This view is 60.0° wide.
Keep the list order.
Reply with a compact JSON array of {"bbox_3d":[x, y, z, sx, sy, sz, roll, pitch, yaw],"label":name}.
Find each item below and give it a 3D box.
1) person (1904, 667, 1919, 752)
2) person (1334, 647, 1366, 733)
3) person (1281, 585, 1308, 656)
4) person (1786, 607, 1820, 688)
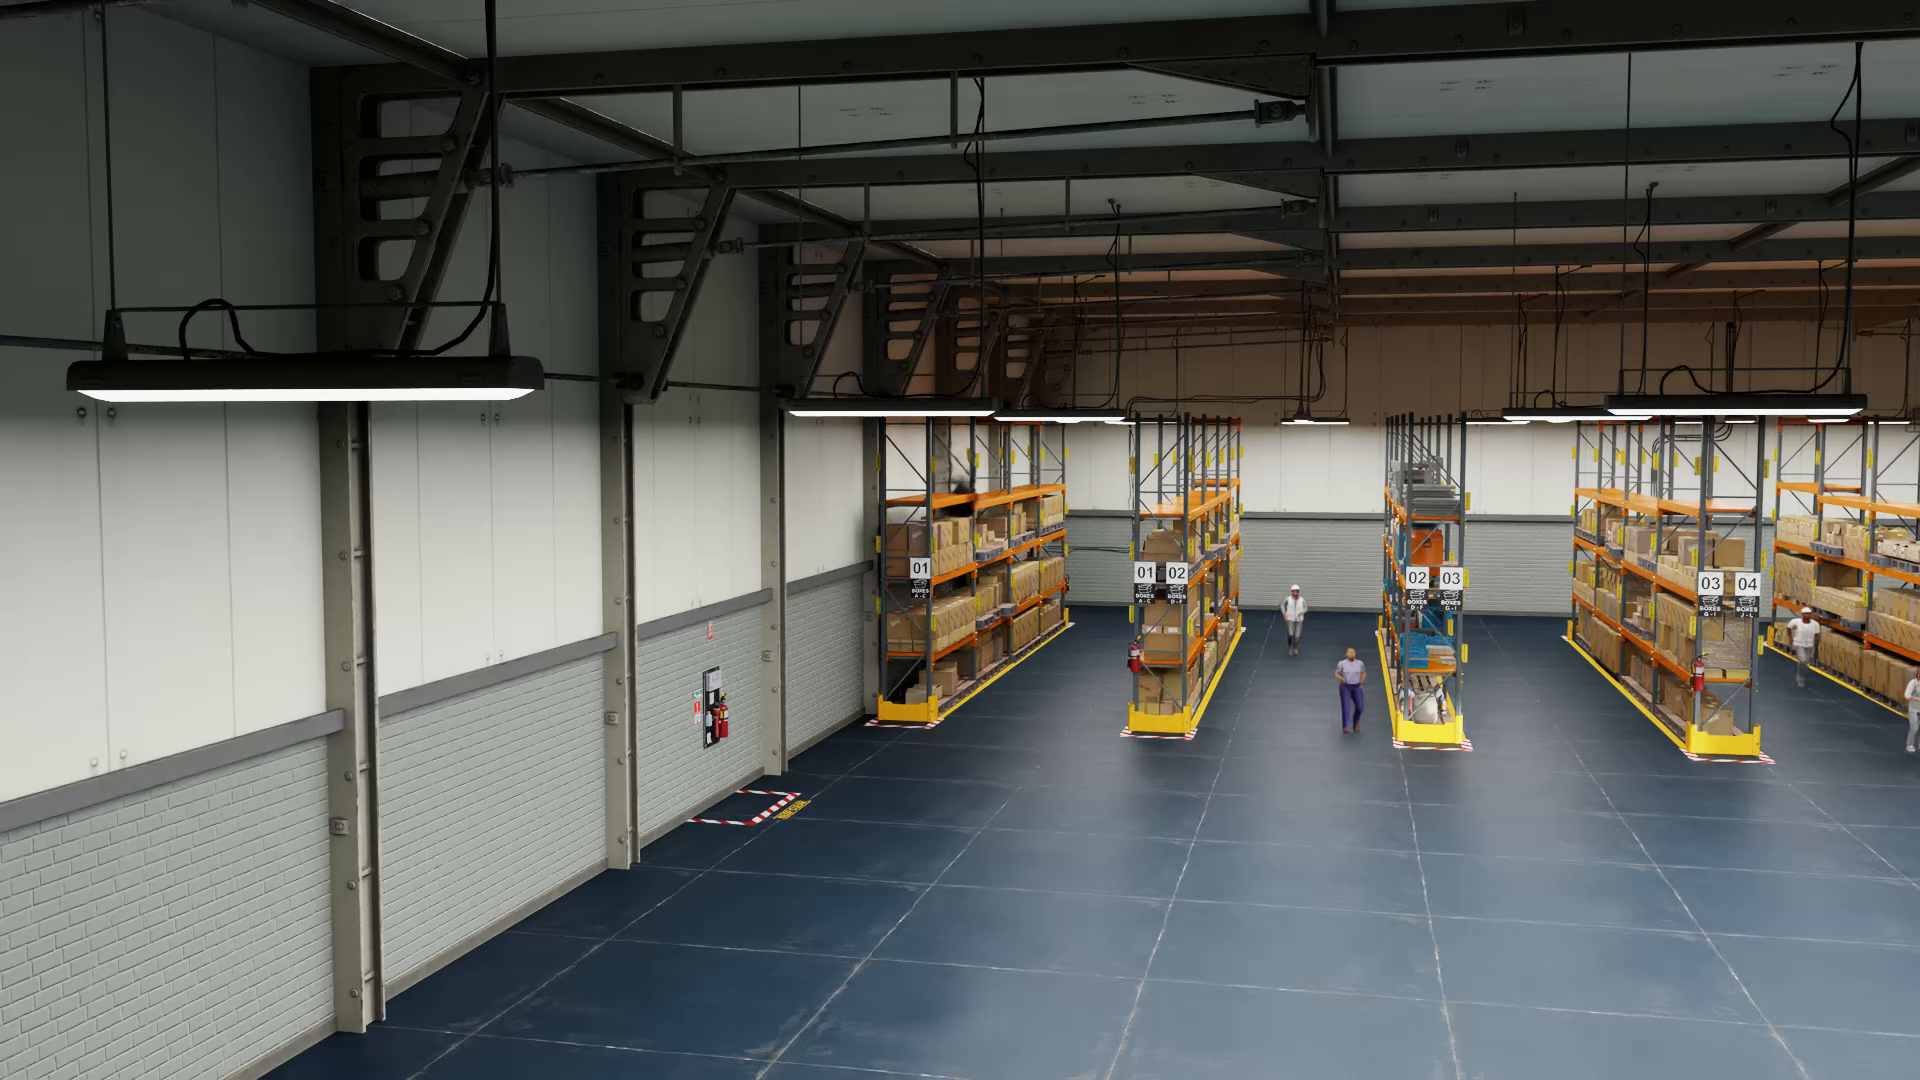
[{"bbox_3d":[16.676,2.978,28.887,0.548,1.587,0.748,1,4,11],"label":"person"},{"bbox_3d":[7.301,2.814,31.024,0.600,1.621,0.538,0,4,5],"label":"person"},{"bbox_3d":[8.405,2.004,41.775,0.658,1.739,0.611,0,4,5],"label":"person"},{"bbox_3d":[18.679,2.370,36.780,0.606,1.801,0.839,0,4,3],"label":"person"}]
